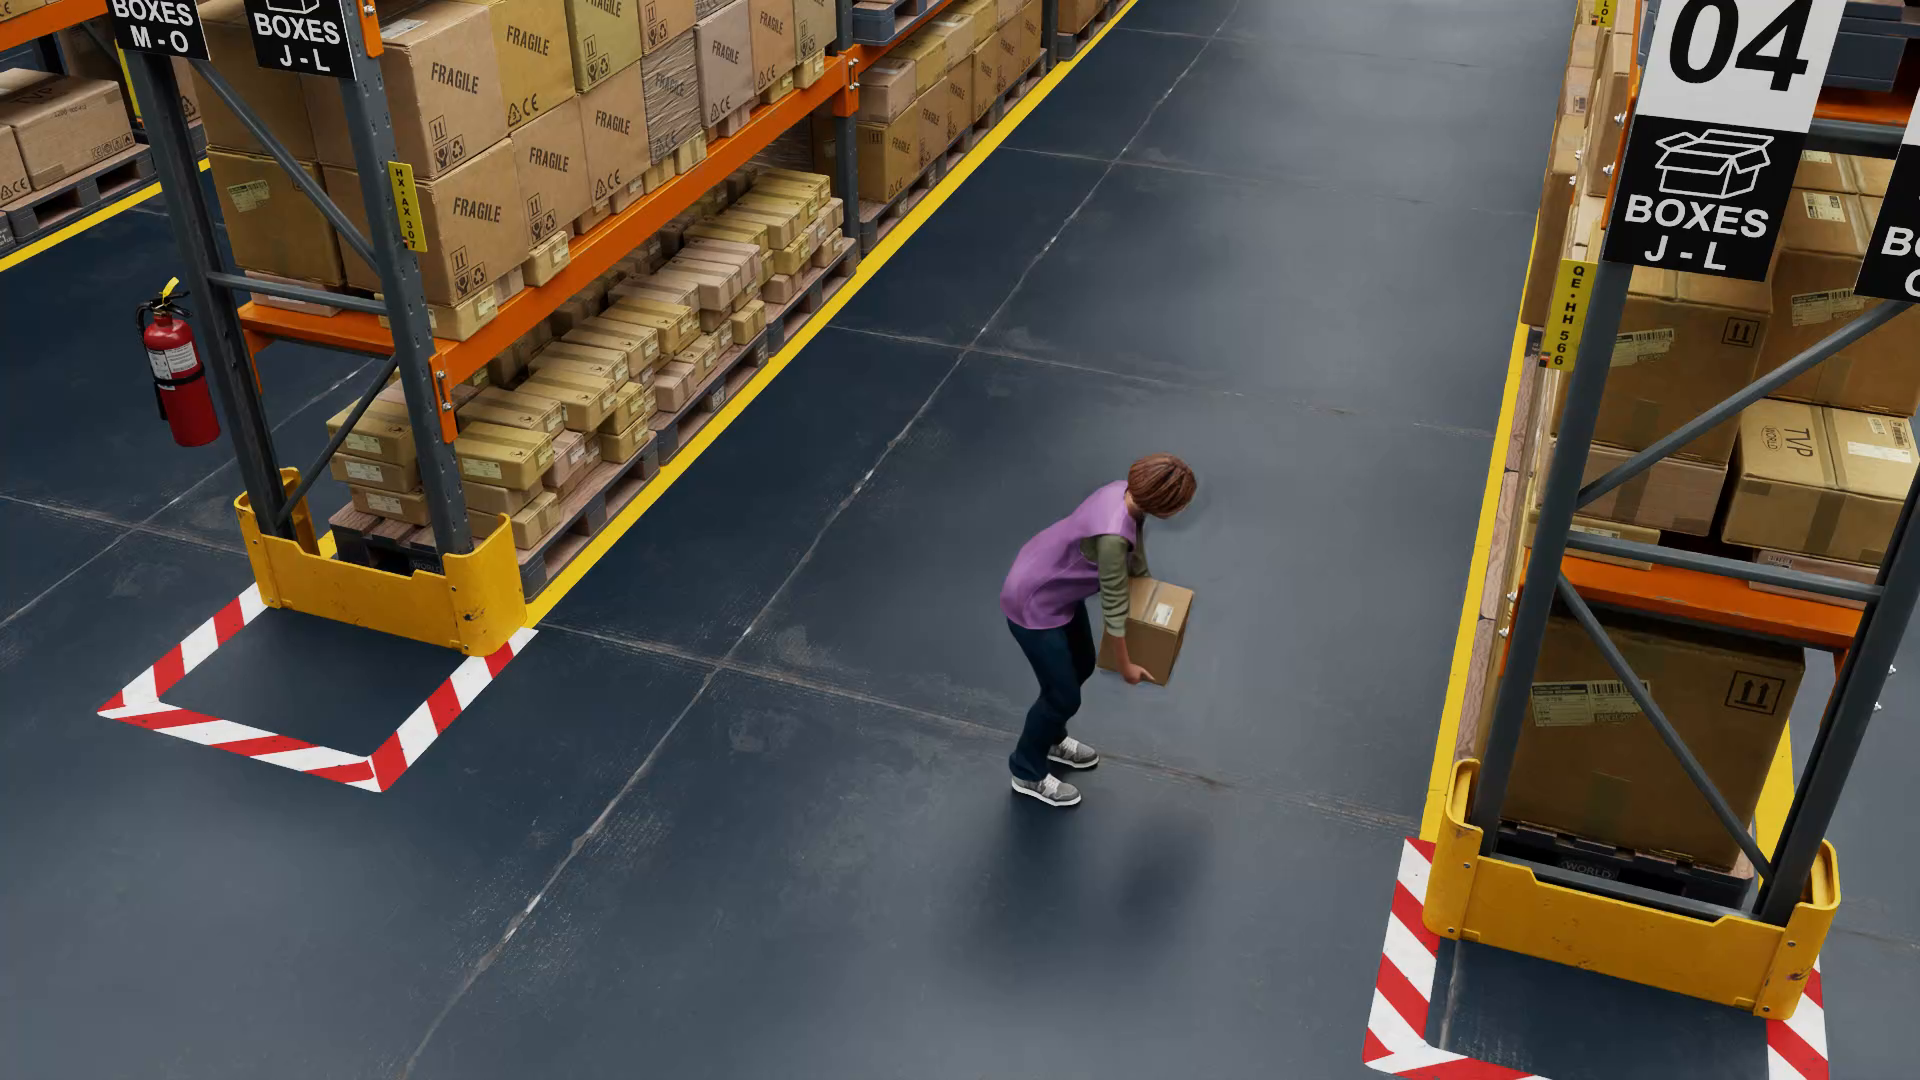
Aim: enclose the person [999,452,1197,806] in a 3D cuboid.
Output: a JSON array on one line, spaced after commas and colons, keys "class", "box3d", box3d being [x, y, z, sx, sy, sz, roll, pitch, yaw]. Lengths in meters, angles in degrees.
[{"class": "person", "box3d": [0.459, 0.309, 5.830, 0.646, 1.444, 0.380, 11, 35, 15]}]
